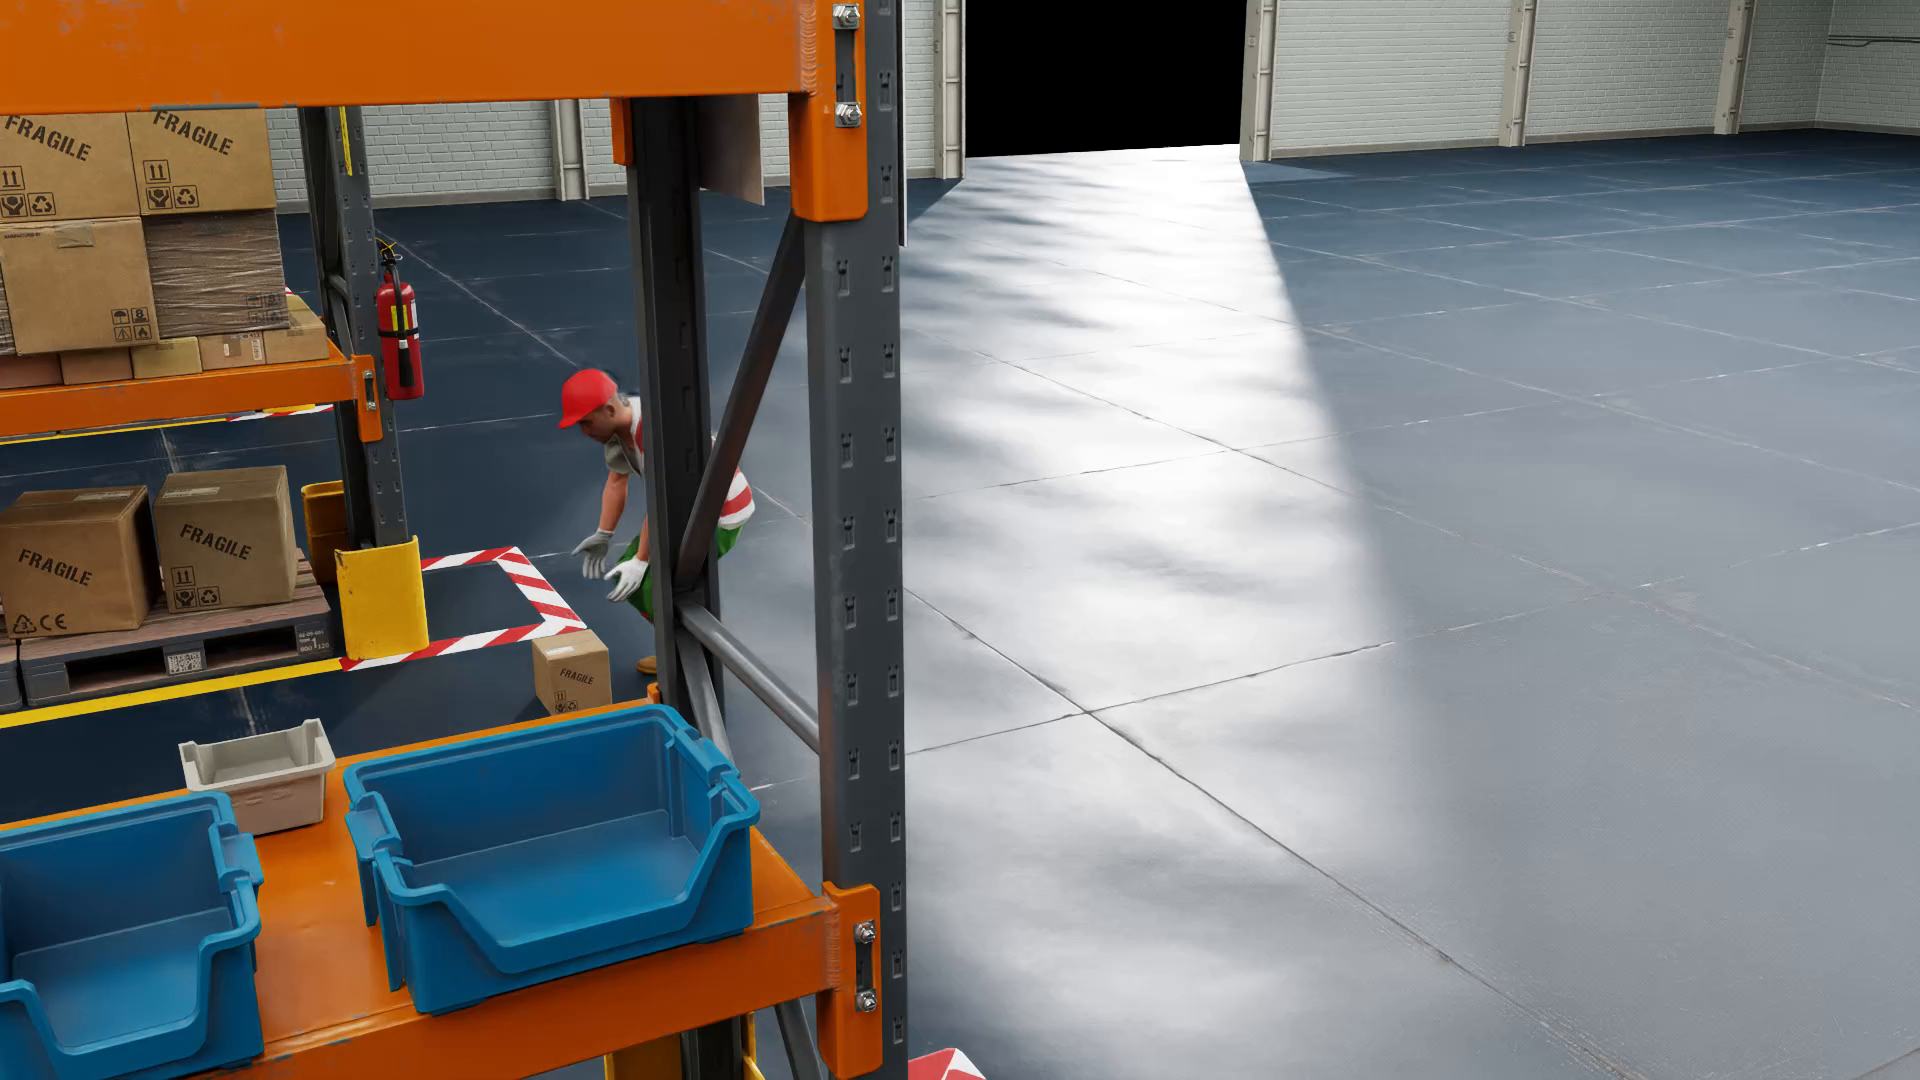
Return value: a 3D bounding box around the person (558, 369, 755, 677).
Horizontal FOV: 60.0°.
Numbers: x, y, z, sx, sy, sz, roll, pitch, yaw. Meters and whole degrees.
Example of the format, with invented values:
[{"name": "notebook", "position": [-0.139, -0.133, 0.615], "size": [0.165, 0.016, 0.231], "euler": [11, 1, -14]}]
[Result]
[{"name": "person", "position": [-1.221, -0.044, 6.804], "size": [0.782, 1.381, 0.584], "euler": [-10, 21, -27]}]
